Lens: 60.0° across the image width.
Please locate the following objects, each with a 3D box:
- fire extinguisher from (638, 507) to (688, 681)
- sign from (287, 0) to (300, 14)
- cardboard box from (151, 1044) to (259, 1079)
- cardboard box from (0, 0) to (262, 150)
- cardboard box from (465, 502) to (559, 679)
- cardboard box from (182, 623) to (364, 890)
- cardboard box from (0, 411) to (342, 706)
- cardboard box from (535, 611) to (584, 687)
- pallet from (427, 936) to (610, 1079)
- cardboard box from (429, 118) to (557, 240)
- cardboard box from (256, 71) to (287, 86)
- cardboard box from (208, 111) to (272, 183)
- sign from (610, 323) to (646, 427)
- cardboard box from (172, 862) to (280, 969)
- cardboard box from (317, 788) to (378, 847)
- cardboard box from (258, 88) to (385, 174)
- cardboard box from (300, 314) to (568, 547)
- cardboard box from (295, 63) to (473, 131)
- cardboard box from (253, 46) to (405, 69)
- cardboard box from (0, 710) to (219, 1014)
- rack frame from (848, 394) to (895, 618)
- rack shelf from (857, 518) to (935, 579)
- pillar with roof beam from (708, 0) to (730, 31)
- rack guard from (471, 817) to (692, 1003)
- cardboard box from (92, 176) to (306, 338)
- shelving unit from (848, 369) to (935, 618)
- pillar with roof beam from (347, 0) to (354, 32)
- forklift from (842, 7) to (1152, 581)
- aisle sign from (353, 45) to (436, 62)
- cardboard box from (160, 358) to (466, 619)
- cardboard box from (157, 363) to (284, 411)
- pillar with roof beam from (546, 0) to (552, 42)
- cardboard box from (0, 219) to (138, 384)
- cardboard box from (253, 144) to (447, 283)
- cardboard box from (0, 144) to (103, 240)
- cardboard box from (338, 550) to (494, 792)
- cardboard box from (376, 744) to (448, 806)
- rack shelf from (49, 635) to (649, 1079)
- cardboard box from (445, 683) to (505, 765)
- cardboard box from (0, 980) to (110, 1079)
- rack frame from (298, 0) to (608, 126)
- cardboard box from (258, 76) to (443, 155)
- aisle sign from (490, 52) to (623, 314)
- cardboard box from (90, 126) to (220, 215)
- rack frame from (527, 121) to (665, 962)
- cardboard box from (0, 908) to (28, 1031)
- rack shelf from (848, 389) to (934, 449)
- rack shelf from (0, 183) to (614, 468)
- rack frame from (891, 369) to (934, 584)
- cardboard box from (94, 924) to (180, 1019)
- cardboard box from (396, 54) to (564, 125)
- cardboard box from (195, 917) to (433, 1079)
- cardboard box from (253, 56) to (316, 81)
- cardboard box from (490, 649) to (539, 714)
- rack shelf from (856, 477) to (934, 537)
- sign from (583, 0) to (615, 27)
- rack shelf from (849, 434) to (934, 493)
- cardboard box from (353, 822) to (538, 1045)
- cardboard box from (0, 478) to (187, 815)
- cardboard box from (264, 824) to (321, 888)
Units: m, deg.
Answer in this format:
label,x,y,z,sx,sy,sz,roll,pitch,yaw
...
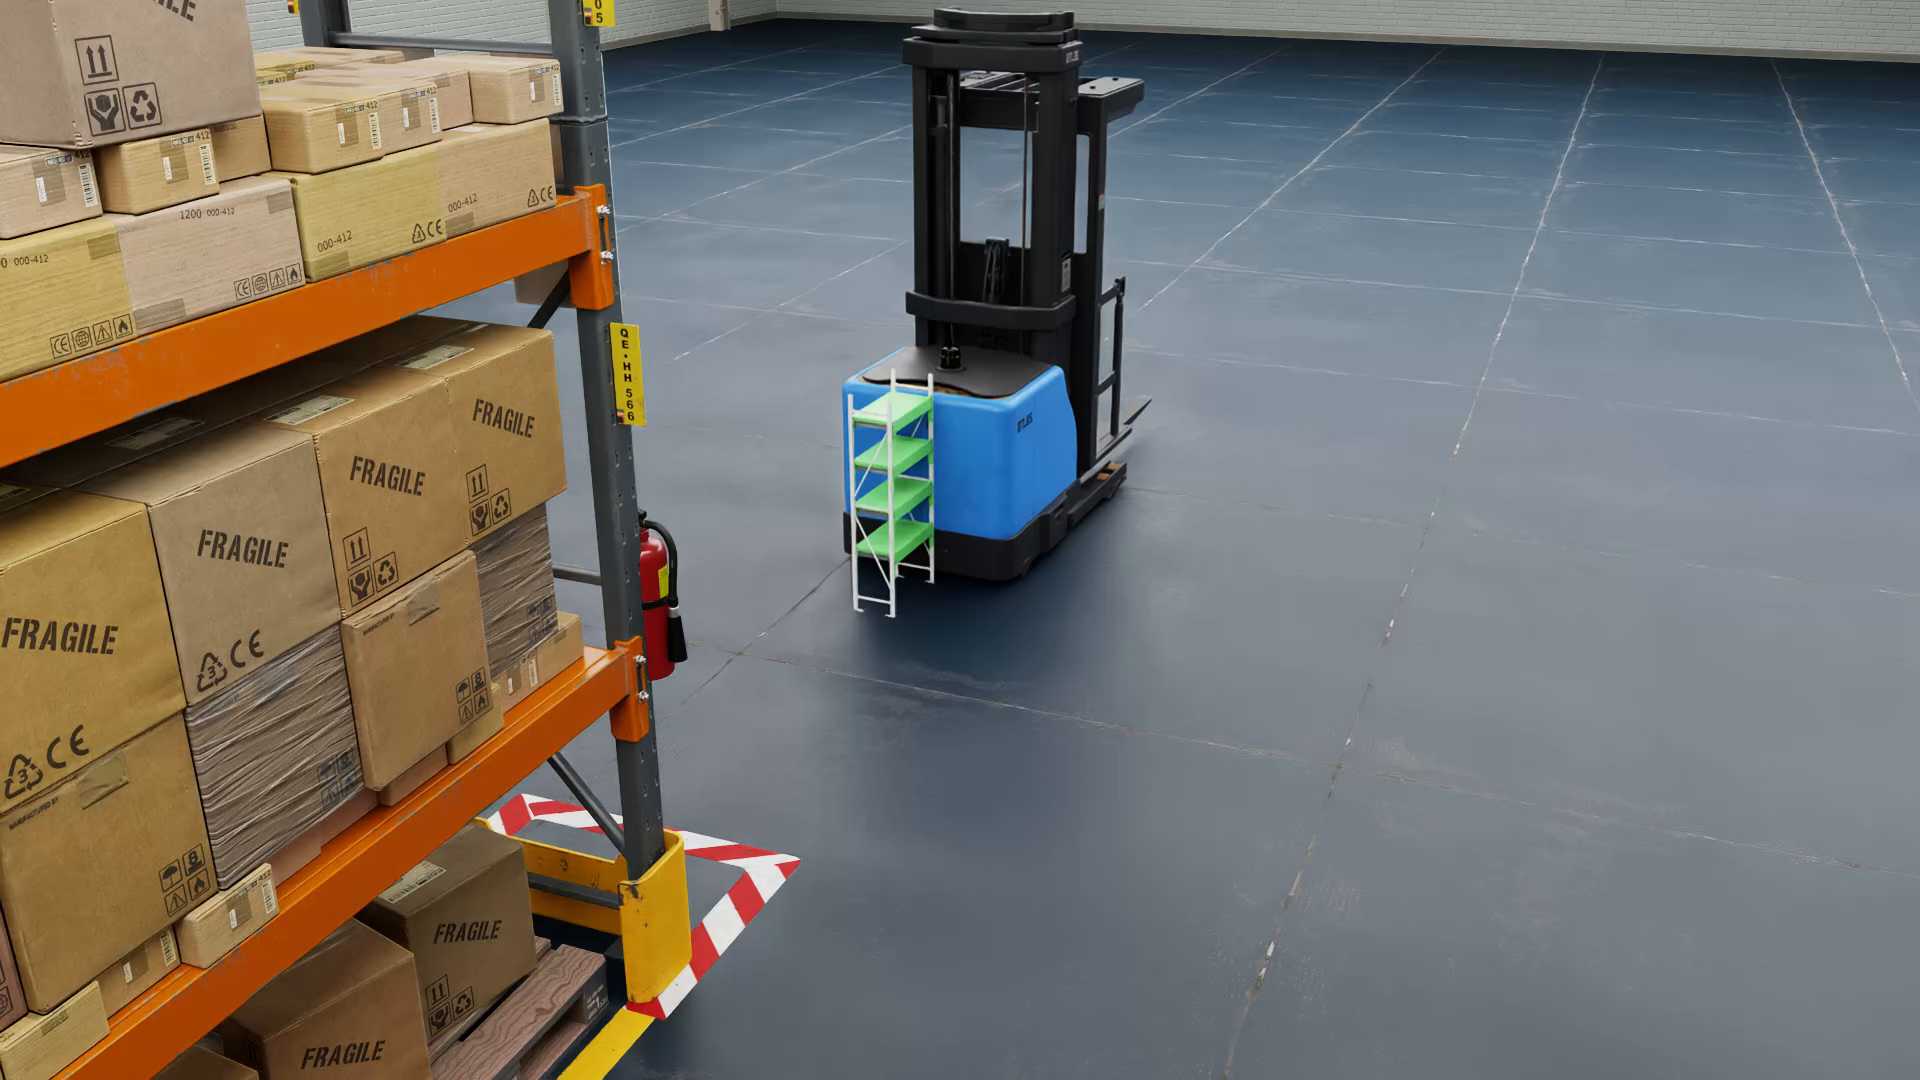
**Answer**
label,x,y,z,sx,sy,sz,roll,pitch,yaw
fire extinguisher,-1.070,0.142,5.620,0.296,0.674,0.183,9,24,20
sign,-2.044,-1.784,5.104,0.100,0.325,0.005,9,24,20
cardboard box,-2.228,1.702,4.482,0.500,0.500,0.500,11,25,25
cardboard box,-1.881,-1.126,3.499,0.500,0.500,0.500,9,24,20
cardboard box,-1.770,0.090,5.126,0.875,0.500,0.500,9,24,20
cardboard box,-2.070,0.459,4.243,0.875,0.500,0.500,9,24,20
cardboard box,-1.883,0.027,3.981,0.500,0.500,0.500,9,24,20
cardboard box,-1.454,0.328,5.398,0.380,0.149,0.250,9,24,20
pallet,-1.903,1.680,5.453,1.003,0.211,1.213,9,24,20
cardboard box,-1.483,-1.025,4.615,0.500,0.250,0.500,9,24,21
cardboard box,-2.023,-1.166,4.434,0.380,0.149,0.250,8,24,19
cardboard box,-1.838,-0.920,3.846,0.380,0.149,0.250,9,24,21
sign,-1.032,-0.513,5.173,0.100,0.325,0.005,9,24,20
cardboard box,-1.914,0.880,4.077,0.380,0.149,0.250,9,24,20
cardboard box,-1.831,0.685,4.543,0.380,0.149,0.250,9,24,20
cardboard box,-1.630,-0.991,4.016,0.380,0.149,0.250,9,24,20
cardboard box,-1.515,-0.332,4.839,0.500,0.500,0.500,9,24,20
cardboard box,-1.559,-1.198,4.511,0.380,0.149,0.250,8,24,18
cardboard box,-1.857,-1.352,4.882,0.380,0.149,0.250,9,24,20
cardboard box,-2.267,0.637,3.819,0.875,0.500,0.500,9,24,20
rack frame,-0.454,-0.162,8.581,0.240,1.200,0.015,10,25,22
rack shelf,-0.354,0.033,8.904,0.258,0.148,0.480,10,25,22
pillar with roof beam,-1.306,-14.815,33.541,9.100,9.000,0.400,9,24,20
rack guard,-1.568,1.262,6.081,1.175,0.500,0.348,9,24,20
cardboard box,-1.864,-0.664,3.750,0.500,0.250,0.500,9,24,21
shelving unit,-0.354,-0.248,8.787,0.258,1.200,0.503,10,25,22
pillar with roof beam,-5.763,-10.520,23.261,9.100,9.000,0.400,9,24,20
forklift,0.406,-1.665,9.932,1.130,2.935,3.031,10,25,22
aisle sign,-1.796,-1.184,5.319,0.394,0.787,0.004,9,24,20
cardboard box,-1.695,-0.152,4.409,0.500,0.500,0.500,9,24,20
cardboard box,-2.190,-0.228,4.591,0.500,0.500,0.500,9,24,20
pillar with roof beam,-3.535,-12.667,28.401,9.100,9.000,0.400,9,24,20
cardboard box,-2.046,-0.483,3.318,0.500,0.250,0.500,8,24,19
cardboard box,-1.666,-0.846,4.186,0.500,0.250,0.500,9,24,20
cardboard box,-1.989,-0.718,3.363,0.380,0.149,0.250,7,24,17
cardboard box,-1.844,0.287,4.657,0.875,0.500,0.500,9,24,20
cardboard box,-1.700,0.602,4.743,0.380,0.149,0.250,9,24,20
rack shelf,-2.283,1.129,4.090,1.077,0.370,4.000,9,24,20
cardboard box,-1.593,0.515,4.952,0.380,0.149,0.250,9,24,20
cardboard box,-2.122,1.056,3.657,0.380,0.149,0.250,9,24,20
rack frame,-1.540,-2.687,4.508,1.000,3.000,0.127,9,24,20
cardboard box,-1.559,-1.084,4.239,0.380,0.149,0.250,8,24,18
aisle sign,-1.239,-1.098,5.114,0.394,0.787,0.004,9,24,20
cardboard box,-1.844,-0.809,3.581,0.380,0.149,0.250,8,24,17
rack frame,-1.540,0.081,5.664,1.000,3.000,0.127,9,24,20
cardboard box,-2.491,0.810,3.405,0.875,0.500,0.500,9,24,20
rack shelf,-0.354,-0.632,8.626,0.258,0.148,0.480,10,25,22
rack shelf,-2.283,-0.256,3.512,1.077,0.370,4.000,9,24,20
rack frame,-0.254,-0.334,8.992,0.240,1.200,0.015,10,25,22
cardboard box,-2.071,0.960,3.887,0.380,0.149,0.250,9,24,20
cardboard box,-1.354,-1.274,4.694,0.380,0.149,0.250,9,24,20
cardboard box,-1.978,1.480,5.012,0.500,0.500,0.500,16,28,34
cardboard box,-2.043,-1.274,4.693,0.380,0.149,0.250,9,24,21
cardboard box,-1.548,0.418,5.184,0.380,0.149,0.250,9,24,20
rack shelf,-0.354,-0.189,8.811,0.258,0.148,0.480,10,25,22
sign,-1.032,-1.625,4.708,0.100,0.325,0.005,9,24,20
rack shelf,-0.354,-0.410,8.719,0.258,0.148,0.480,10,25,22
cardboard box,-1.788,1.262,5.536,0.500,0.500,0.500,14,26,30
cardboard box,-2.077,0.204,3.556,0.500,0.500,0.500,9,24,20
cardboard box,-1.903,0.778,4.321,0.380,0.149,0.250,9,24,20
